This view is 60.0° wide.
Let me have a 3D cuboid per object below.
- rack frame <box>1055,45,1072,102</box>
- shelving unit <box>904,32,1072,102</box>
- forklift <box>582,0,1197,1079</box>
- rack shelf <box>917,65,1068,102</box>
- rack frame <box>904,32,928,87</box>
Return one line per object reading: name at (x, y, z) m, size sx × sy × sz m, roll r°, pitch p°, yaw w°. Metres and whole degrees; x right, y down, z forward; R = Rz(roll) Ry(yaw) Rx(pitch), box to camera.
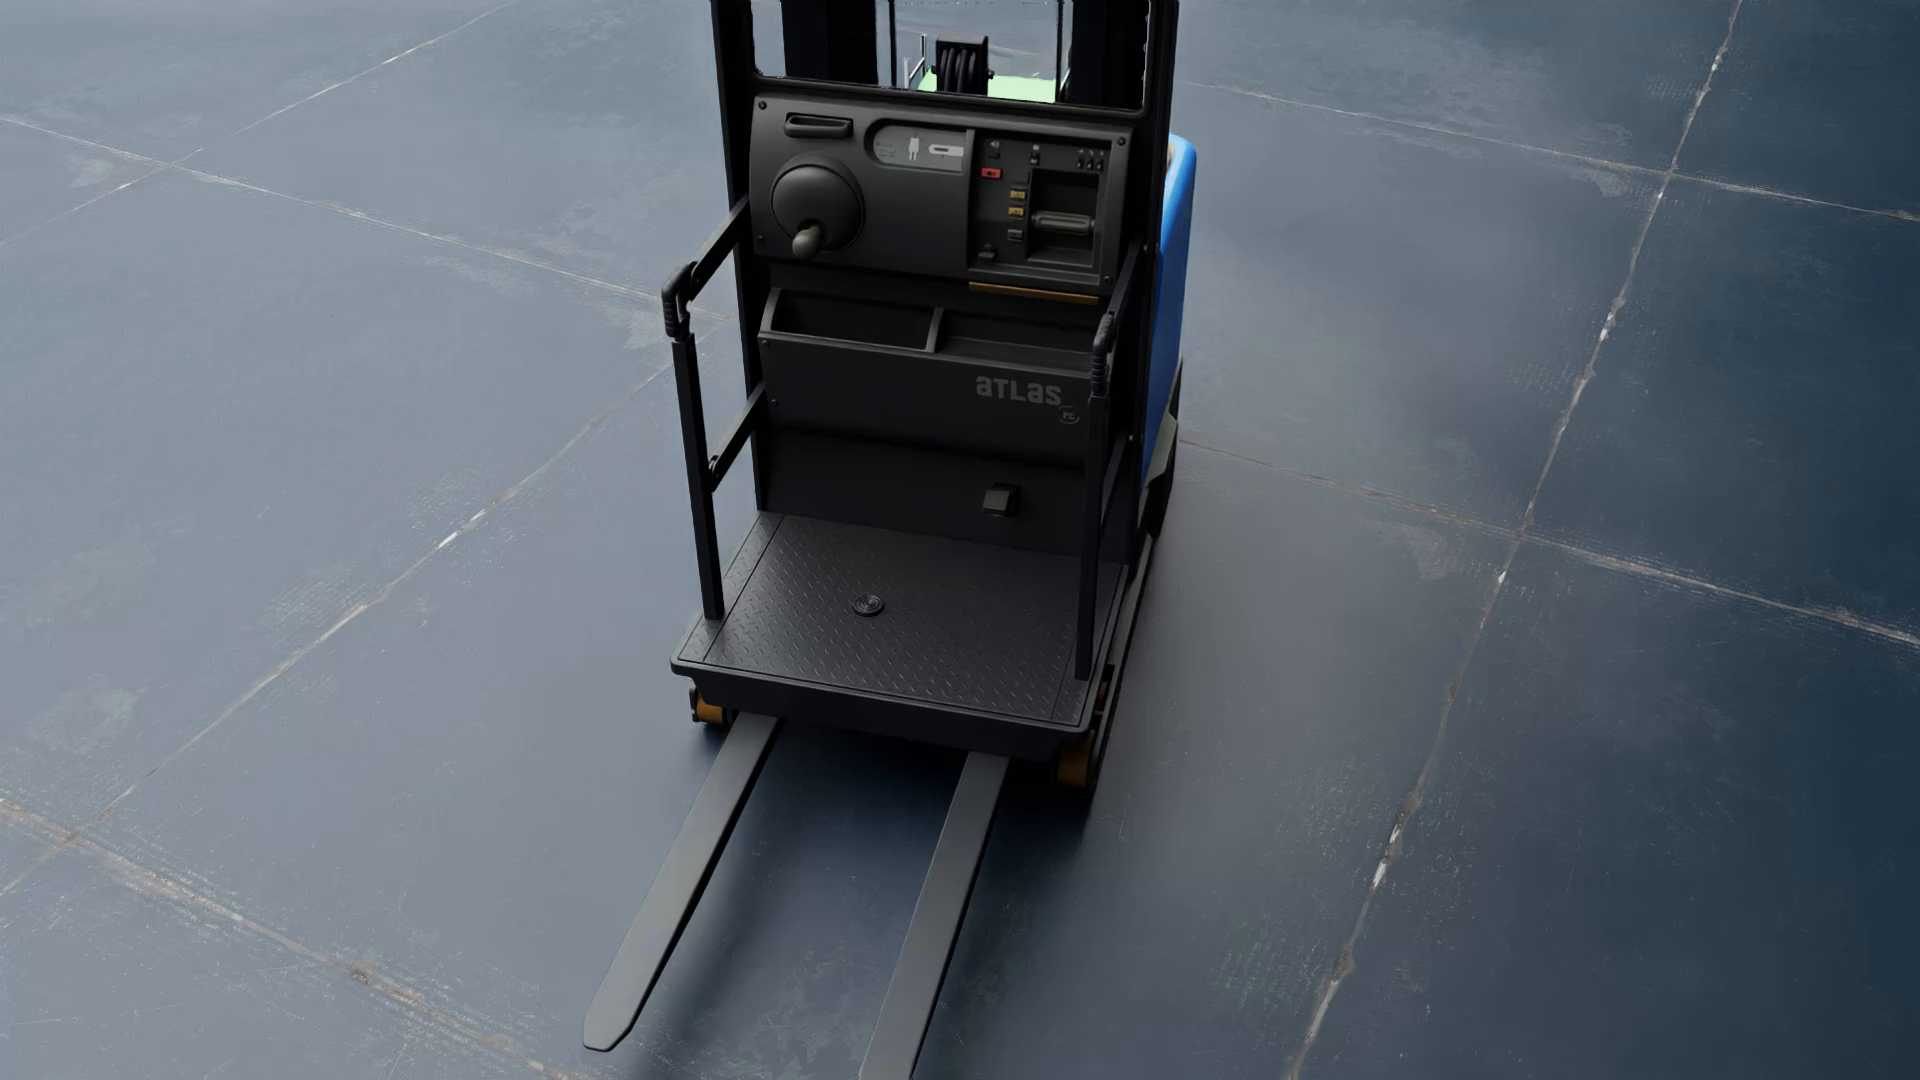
rack frame at (0.332, -1.050, 5.640) m, size 0.015 × 1.200 × 0.240 m, roll 8°, pitch 38°, yaw 11°
shelving unit at (0.095, -1.084, 5.685) m, size 0.503 × 1.200 × 0.258 m, roll 8°, pitch 38°, yaw 11°
forklift at (-0.107, -0.770, 3.841) m, size 1.130 × 2.935 × 3.031 m, roll 8°, pitch 38°, yaw 11°
rack shelf at (0.095, -1.415, 5.434) m, size 0.480 × 0.148 × 0.258 m, roll 8°, pitch 38°, yaw 11°
rack frame at (-0.142, -1.118, 5.730) m, size 0.015 × 1.200 × 0.240 m, roll 8°, pitch 38°, yaw 11°
